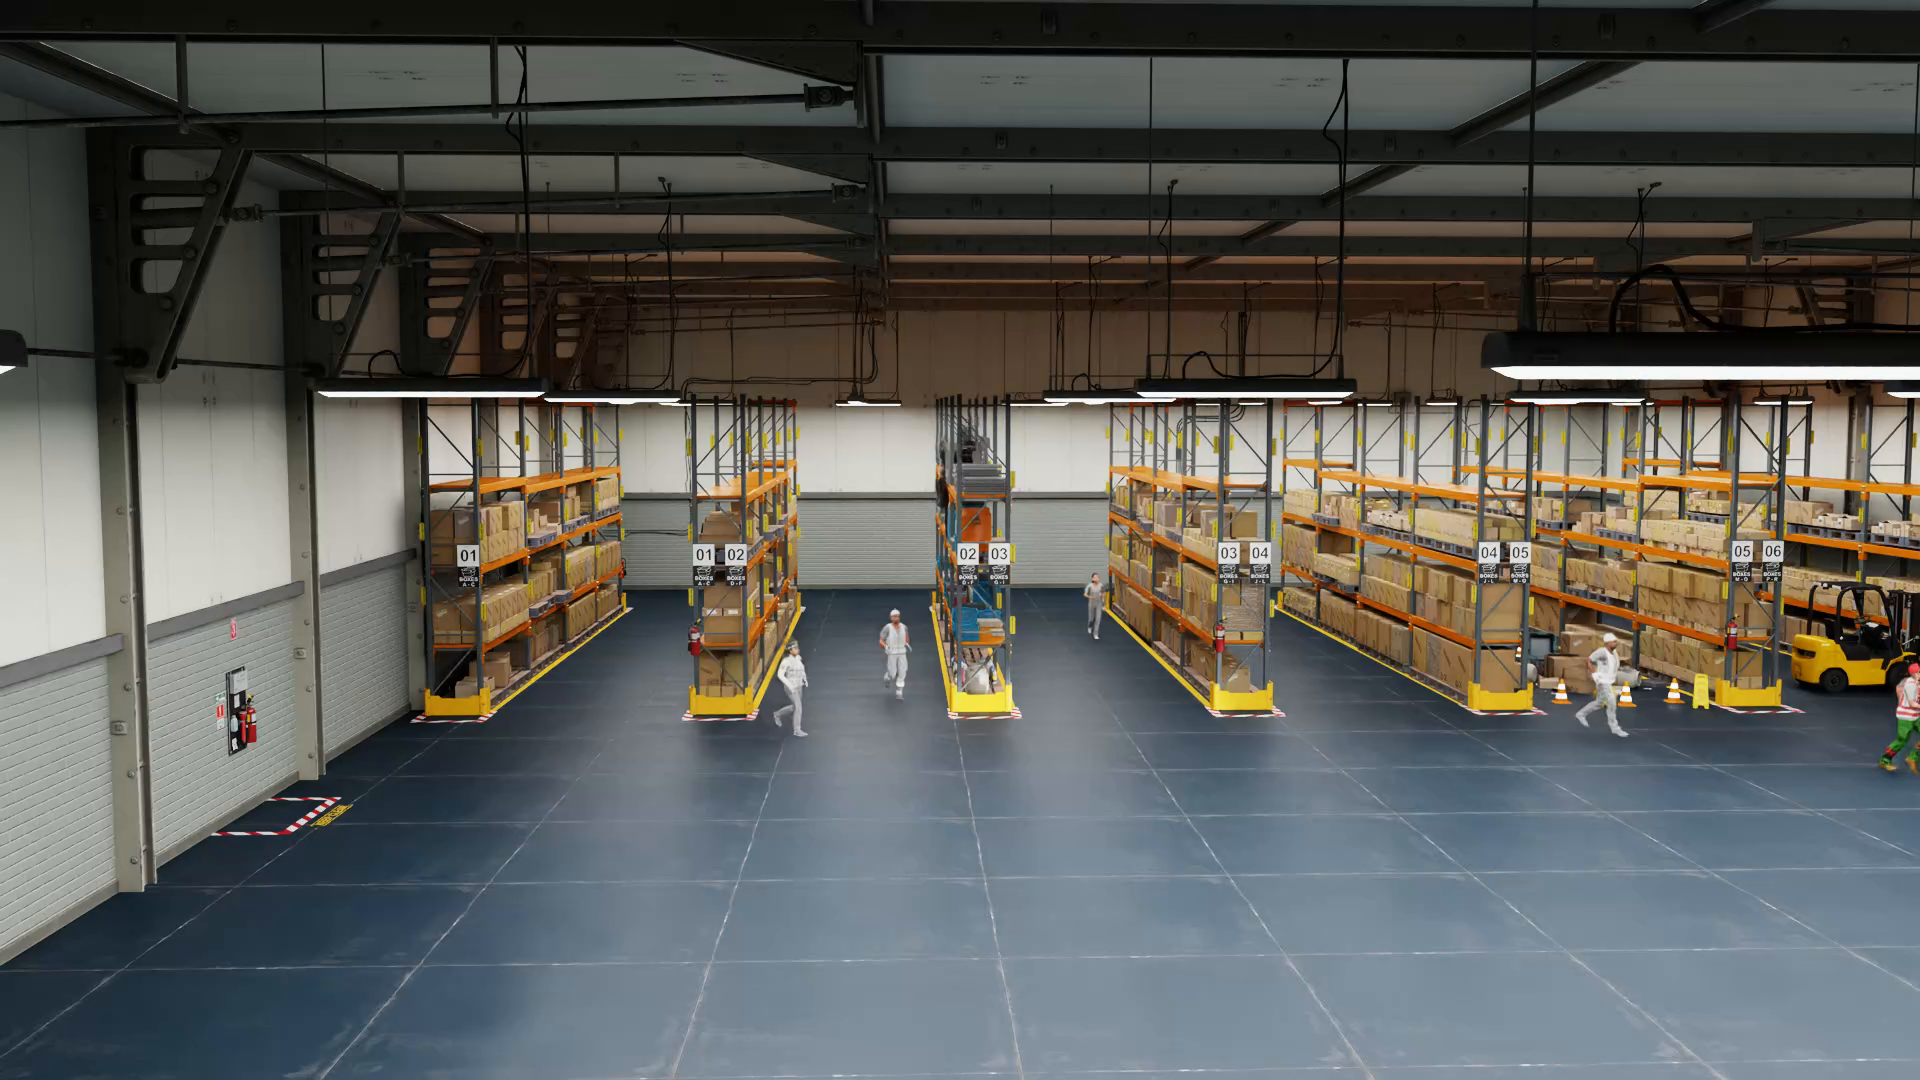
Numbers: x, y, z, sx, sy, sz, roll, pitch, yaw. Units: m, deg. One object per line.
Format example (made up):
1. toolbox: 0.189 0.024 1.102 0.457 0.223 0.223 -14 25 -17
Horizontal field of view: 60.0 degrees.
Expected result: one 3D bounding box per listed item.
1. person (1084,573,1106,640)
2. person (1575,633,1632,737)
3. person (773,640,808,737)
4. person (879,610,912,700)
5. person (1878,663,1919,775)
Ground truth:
1. person: 3.370 1.640 41.490 0.570 1.627 0.763 -1 5 -7
2. person: 11.342 2.524 29.354 0.995 1.786 0.642 4 6 41
3. person: -2.954 2.551 29.158 0.689 1.618 0.632 3 5 31
4. person: -1.274 2.256 32.946 0.665 1.761 0.823 -2 5 -22
5. person: 14.831 2.785 25.959 0.818 1.760 0.695 4 6 38
